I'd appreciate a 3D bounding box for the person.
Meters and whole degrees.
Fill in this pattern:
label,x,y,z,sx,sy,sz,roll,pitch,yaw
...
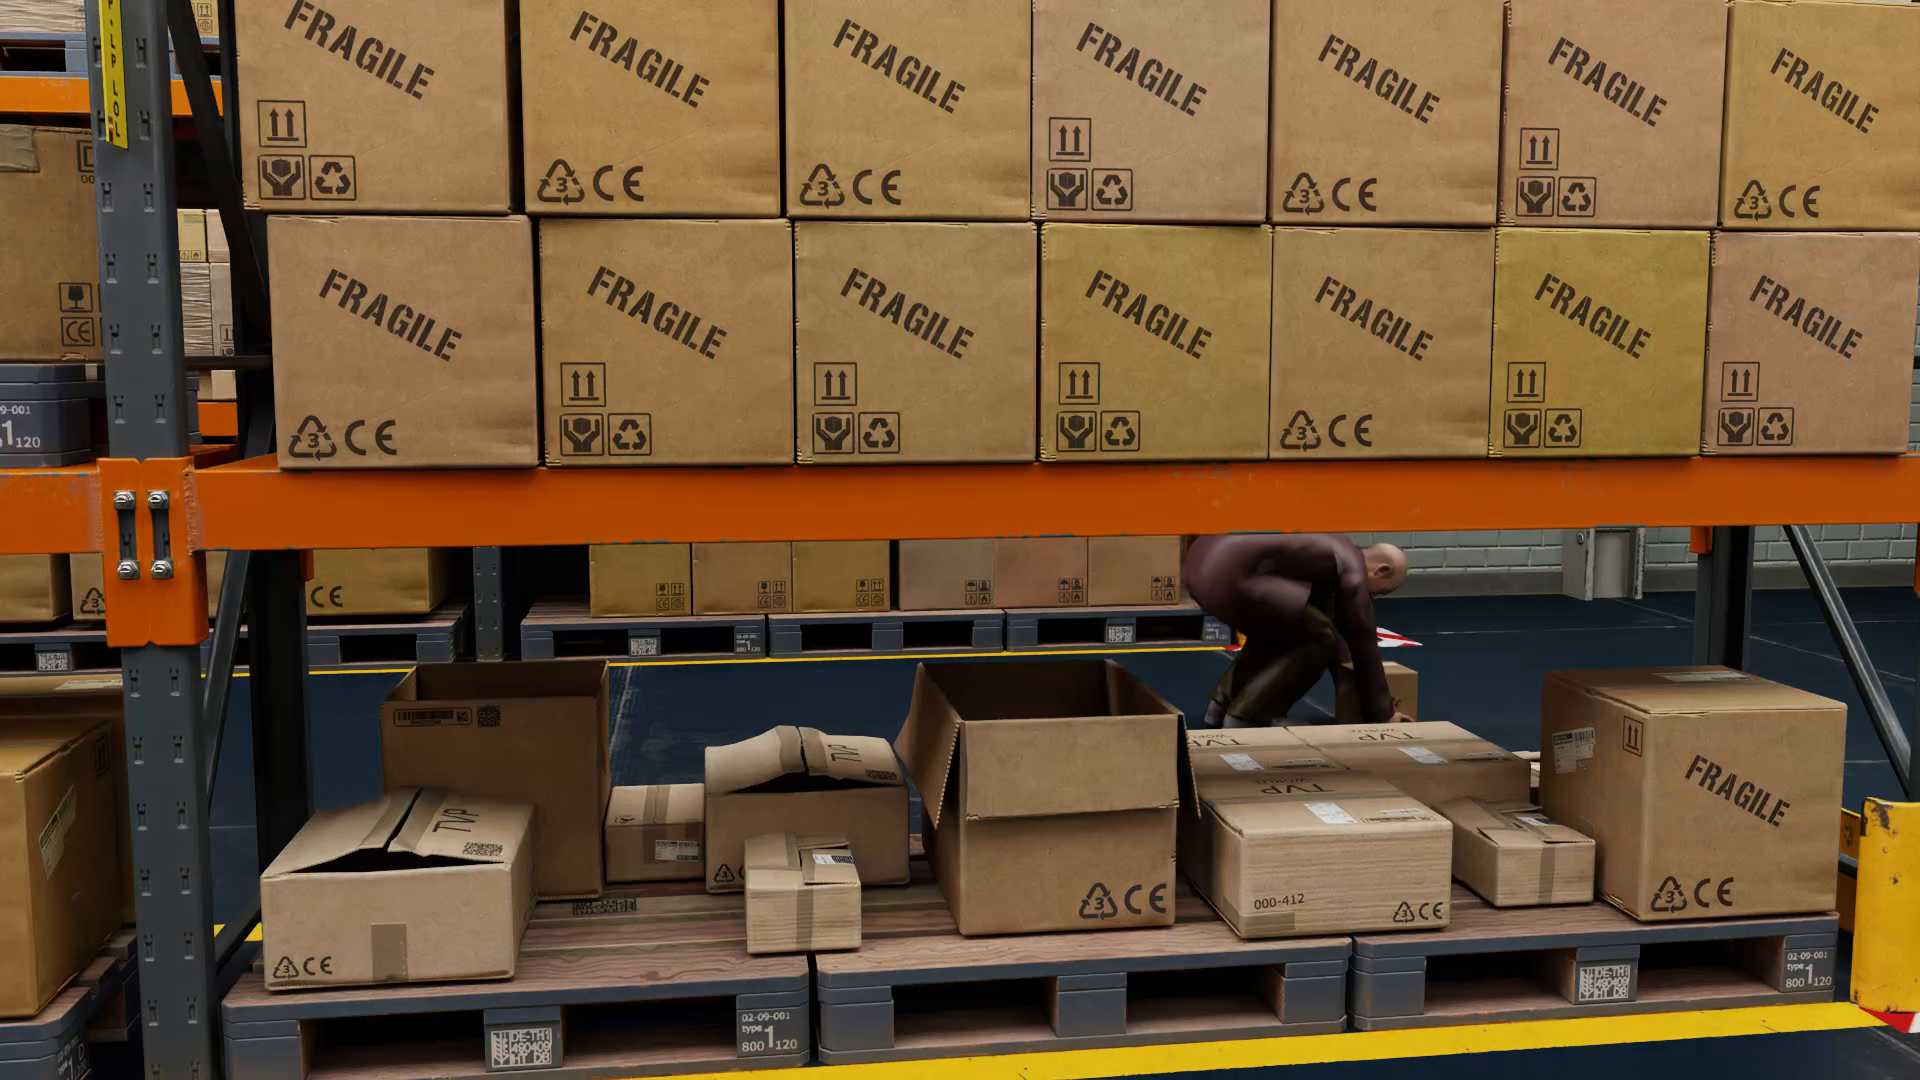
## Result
label,x,y,z,sx,sy,sz,roll,pitch,yaw
person,1.363,0.353,6.753,0.953,0.895,0.593,-1,6,-11
